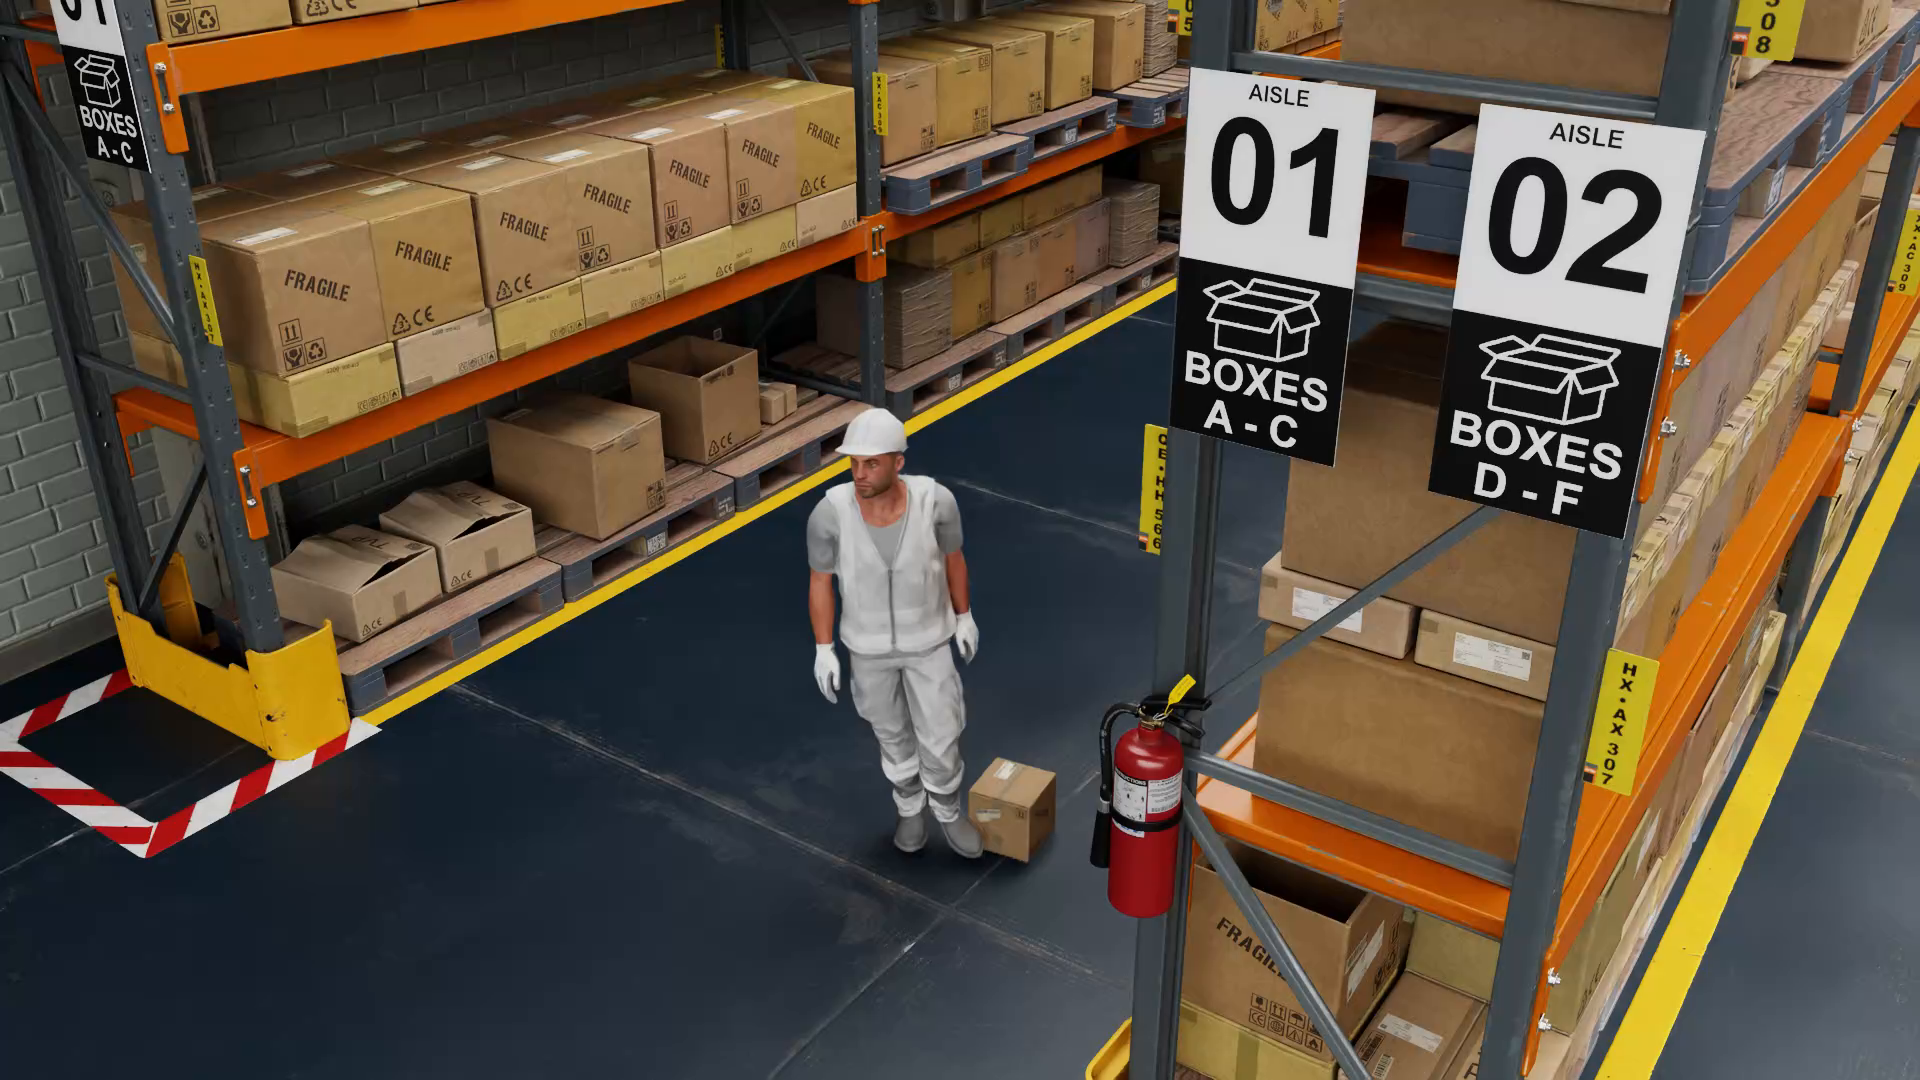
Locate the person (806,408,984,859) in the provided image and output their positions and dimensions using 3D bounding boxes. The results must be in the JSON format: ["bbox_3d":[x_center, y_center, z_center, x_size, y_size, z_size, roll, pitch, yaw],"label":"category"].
[{"bbox_3d":[-0.216,0.359,5.837,0.614,1.776,0.480,1,27,1],"label":"person"}]
